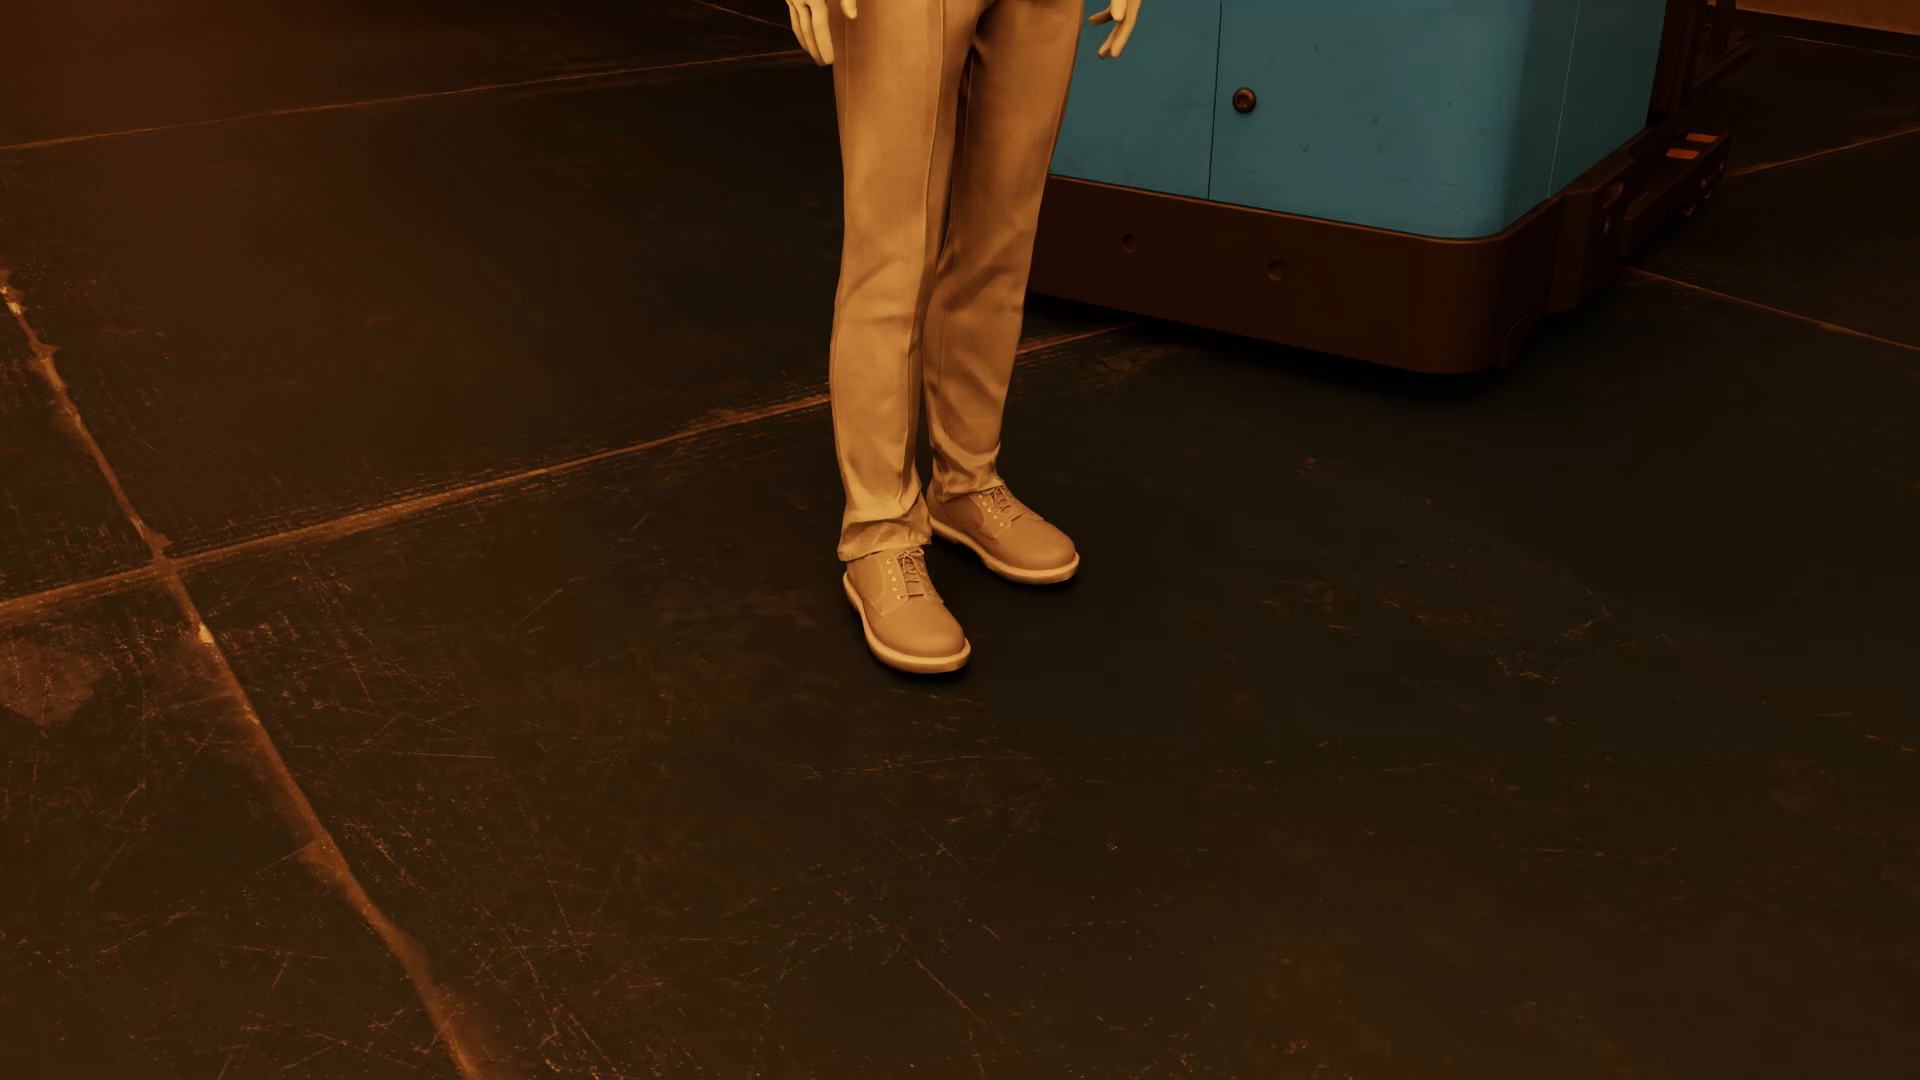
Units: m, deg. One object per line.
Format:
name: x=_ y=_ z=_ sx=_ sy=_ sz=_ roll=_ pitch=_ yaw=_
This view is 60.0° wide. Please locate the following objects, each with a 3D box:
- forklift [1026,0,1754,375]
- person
forklift: x=1.299 y=-2.210 z=3.636 sx=1.130 sy=2.935 sz=3.031 roll=17 pitch=31 yaw=30
person: x=0.034 y=-0.737 z=2.063 sx=0.587 sy=1.694 sz=0.529 roll=-17 pitch=31 yaw=-31
